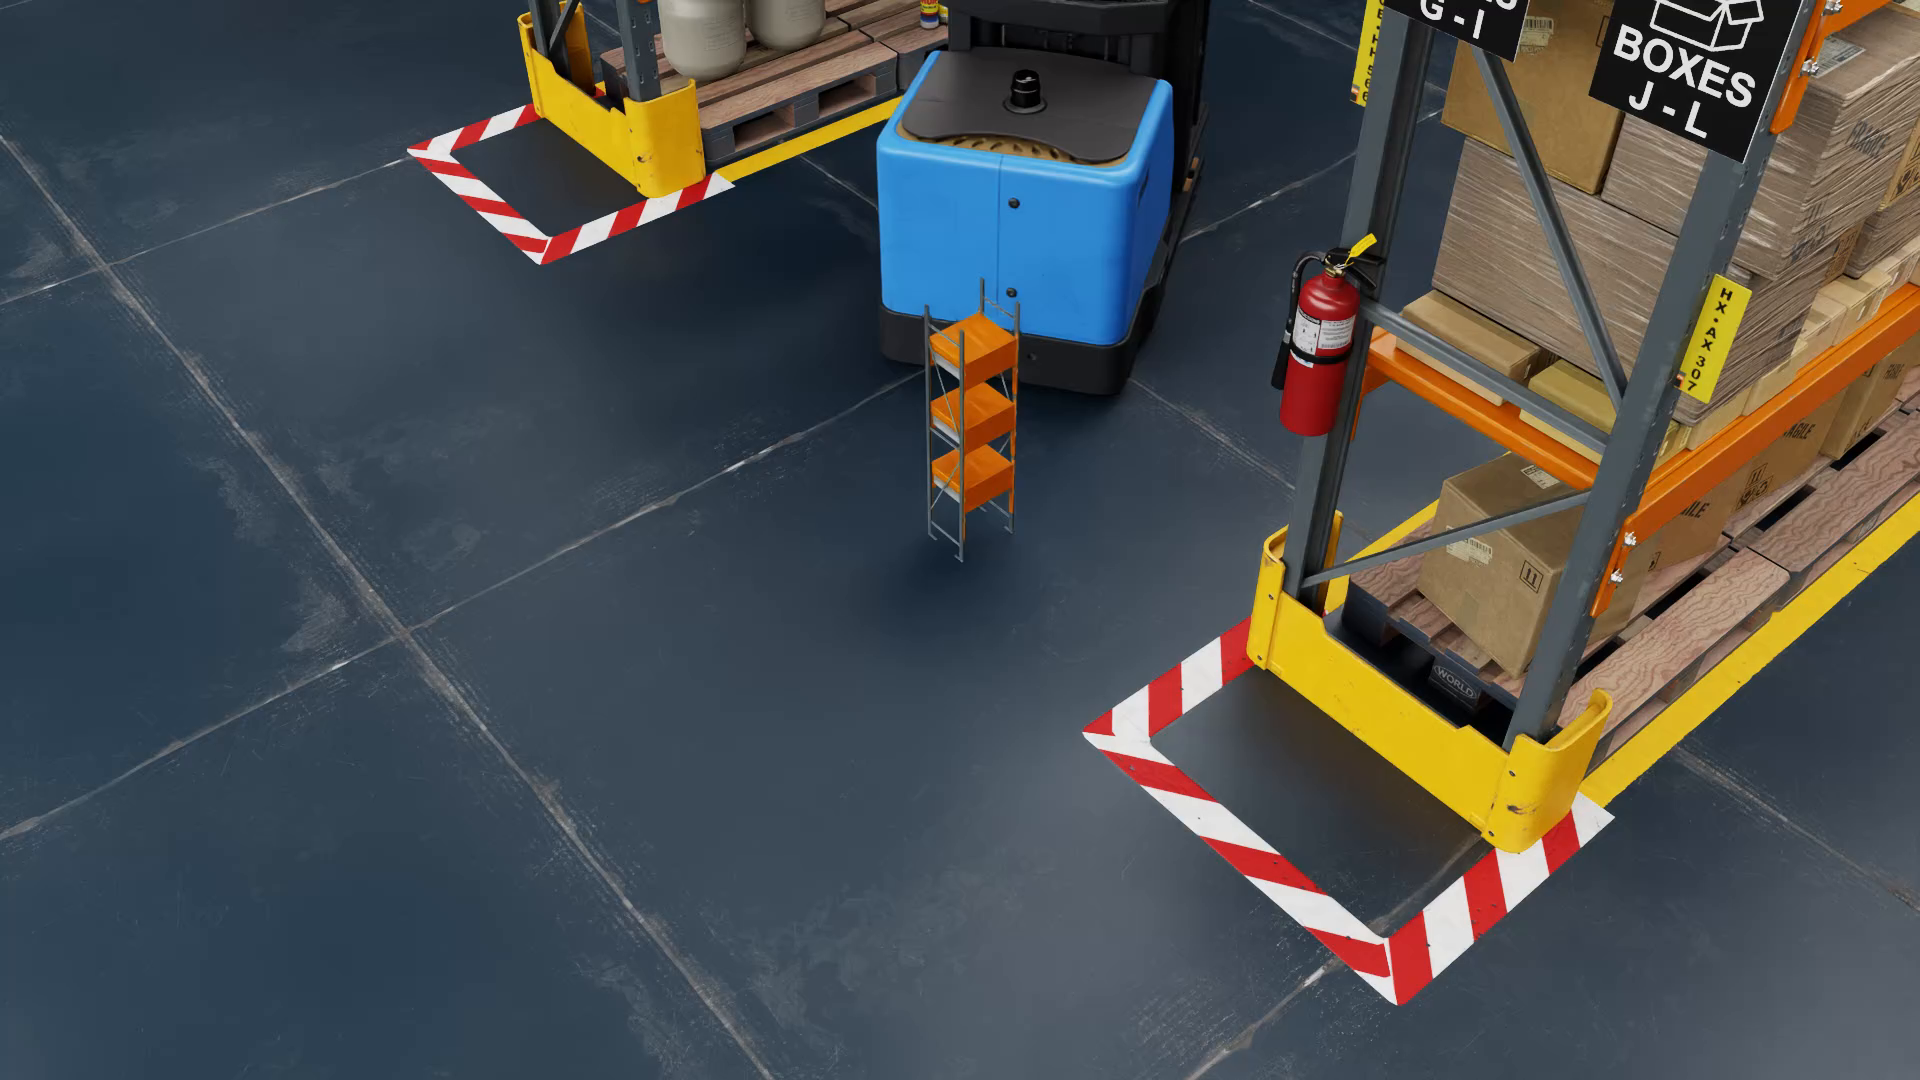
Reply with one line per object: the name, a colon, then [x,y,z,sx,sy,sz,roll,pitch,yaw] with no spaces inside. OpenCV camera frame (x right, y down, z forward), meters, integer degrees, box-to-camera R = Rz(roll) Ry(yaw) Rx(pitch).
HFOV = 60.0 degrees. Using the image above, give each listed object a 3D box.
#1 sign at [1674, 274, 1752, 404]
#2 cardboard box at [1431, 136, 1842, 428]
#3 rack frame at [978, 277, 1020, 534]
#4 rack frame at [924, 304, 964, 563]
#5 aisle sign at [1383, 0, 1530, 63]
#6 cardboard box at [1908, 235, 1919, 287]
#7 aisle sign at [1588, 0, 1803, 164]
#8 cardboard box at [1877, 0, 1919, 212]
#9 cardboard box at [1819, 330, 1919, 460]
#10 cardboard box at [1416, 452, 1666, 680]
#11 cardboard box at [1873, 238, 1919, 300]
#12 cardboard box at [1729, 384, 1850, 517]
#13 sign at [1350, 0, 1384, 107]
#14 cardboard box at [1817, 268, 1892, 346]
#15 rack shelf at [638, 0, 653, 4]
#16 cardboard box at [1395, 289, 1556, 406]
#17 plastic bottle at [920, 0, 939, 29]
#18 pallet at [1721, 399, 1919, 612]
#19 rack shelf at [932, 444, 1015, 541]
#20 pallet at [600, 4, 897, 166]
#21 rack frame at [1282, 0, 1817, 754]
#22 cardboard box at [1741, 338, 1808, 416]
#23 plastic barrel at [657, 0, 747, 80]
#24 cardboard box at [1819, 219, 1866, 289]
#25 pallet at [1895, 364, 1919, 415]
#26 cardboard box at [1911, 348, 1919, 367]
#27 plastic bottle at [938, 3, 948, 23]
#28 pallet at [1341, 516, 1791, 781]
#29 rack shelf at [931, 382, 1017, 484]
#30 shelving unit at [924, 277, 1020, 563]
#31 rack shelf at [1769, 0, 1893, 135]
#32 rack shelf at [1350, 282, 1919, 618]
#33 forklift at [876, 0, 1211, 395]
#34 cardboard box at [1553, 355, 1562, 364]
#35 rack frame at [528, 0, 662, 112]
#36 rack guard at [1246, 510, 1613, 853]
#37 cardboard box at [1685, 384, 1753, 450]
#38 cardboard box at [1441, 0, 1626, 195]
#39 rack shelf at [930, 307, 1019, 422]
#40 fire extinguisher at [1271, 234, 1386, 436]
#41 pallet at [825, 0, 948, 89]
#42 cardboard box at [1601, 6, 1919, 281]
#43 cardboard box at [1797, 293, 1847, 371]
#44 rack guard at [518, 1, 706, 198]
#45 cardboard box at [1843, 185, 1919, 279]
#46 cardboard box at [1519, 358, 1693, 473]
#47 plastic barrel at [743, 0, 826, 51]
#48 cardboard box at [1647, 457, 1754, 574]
sign: [1.774,-0.474,3.931,0.005,0.325,0.100,-30,51,-28]
cardboard box: [1.865,-0.815,4.636,0.500,0.500,0.875,-30,51,-28]
rack frame: [0.135,-0.460,5.973,0.008,1.050,0.200,-30,51,-28]
rack frame: [-0.053,-0.353,5.859,0.008,1.050,0.200,-30,51,-28]
aisle sign: [1.186,-1.521,3.779,0.004,0.787,0.394,-30,51,-28]
cardboard box: [3.010,-0.959,5.264,0.250,0.149,0.380,-30,51,-28]
aisle sign: [1.571,-1.206,3.444,0.004,0.787,0.394,-30,51,-28]
cardboard box: [2.411,-1.267,4.387,0.500,0.500,0.500,-30,51,-28]
cardboard box: [3.301,-0.718,6.342,0.500,0.500,0.500,34,53,31]
cardboard box: [1.916,0.050,5.525,0.500,0.500,0.500,-21,47,-21]
cardboard box: [2.752,-0.904,5.205,0.250,0.149,0.380,-30,51,-28]
cardboard box: [2.844,-0.496,6.106,0.500,0.500,0.500,-25,49,-24]
sign: [1.085,-1.280,4.346,0.005,0.325,0.100,-30,51,-28]
cardboard box: [2.578,-0.780,5.073,0.250,0.149,0.380,-30,51,-28]
rack shelf: [-0.218,-3.660,8.481,4.000,0.370,1.077,-30,51,-28]
cardboard box: [1.512,-0.585,4.865,0.250,0.149,0.380,-30,51,-28]
plastic bottle: [-0.161,-2.842,8.757,0.097,0.271,0.097,0,43,0]
pallet: [3.065,-0.331,6.448,1.213,0.211,1.003,-30,51,-28]
rack shelf: [0.041,-0.196,6.113,0.240,0.259,0.215,-30,51,-28]
pallet: [-1.097,-2.439,8.693,1.213,0.211,1.003,-30,51,-28]
rack frame: [1.426,-0.443,4.531,0.127,3.000,1.000,-30,51,-28]
cardboard box: [2.203,-0.553,4.831,0.250,0.149,0.380,-30,51,-28]
plastic barrel: [-1.296,-2.619,8.358,0.421,0.512,0.421,0,43,0]
cardboard box: [2.172,-1.098,4.937,0.500,0.500,0.875,-30,51,-28]
pallet: [4.001,-0.870,7.022,1.213,0.211,1.003,-30,51,-28]
cardboard box: [3.727,-1.032,6.676,0.500,0.500,0.500,-15,45,-16]
plastic bottle: [-0.082,-2.862,8.829,0.097,0.201,0.097,0,43,0]
pallet: [2.130,0.202,5.881,1.213,0.211,1.003,-30,51,-28]
rack shelf: [0.041,-0.398,5.923,0.240,0.259,0.215,-30,51,-28]
shelving unit: [0.041,-0.406,5.916,0.252,1.050,0.215,-30,51,-28]
rack shelf: [2.960,-2.153,4.685,4.000,0.370,1.077,-30,51,-28]
rack shelf: [2.960,-1.059,5.712,4.000,0.370,1.077,-30,51,-28]
forklift: [0.551,-2.683,6.966,1.130,2.935,3.031,11,44,11]
cardboard box: [1.704,-0.694,4.982,0.250,0.149,0.380,-30,51,-28]
rack frame: [-1.752,-3.044,7.300,0.127,3.000,1.000,-30,51,-28]
rack guard: [1.484,0.435,5.422,0.348,0.500,1.175,-30,51,-28]
cardboard box: [2.001,-0.451,4.723,0.250,0.149,0.380,-30,51,-28]
cardboard box: [1.689,-1.324,4.448,0.500,0.500,0.500,-30,51,-28]
rack shelf: [0.041,-0.605,5.729,0.240,0.259,0.215,-30,51,-28]
fire extinguisher: [1.042,-0.606,4.761,0.183,0.674,0.296,-30,51,-28]
pallet: [-0.162,-2.972,9.261,1.213,0.211,1.003,-30,51,-28]
cardboard box: [2.023,-1.051,4.157,0.500,0.500,0.500,-30,51,-28]
cardboard box: [2.381,-0.674,4.960,0.250,0.149,0.380,-30,51,-28]
rack guard: [-1.724,-2.191,8.217,0.348,0.500,1.175,-30,51,-28]
cardboard box: [2.583,-1.294,5.147,0.500,0.500,0.875,-30,51,-28]
cardboard box: [1.797,-0.351,4.617,0.250,0.149,0.380,-30,51,-28]
plastic barrel: [-0.912,-2.839,8.593,0.421,0.512,0.421,0,43,0]
cardboard box: [2.352,-0.231,5.824,0.500,0.500,0.500,-17,46,-18]
